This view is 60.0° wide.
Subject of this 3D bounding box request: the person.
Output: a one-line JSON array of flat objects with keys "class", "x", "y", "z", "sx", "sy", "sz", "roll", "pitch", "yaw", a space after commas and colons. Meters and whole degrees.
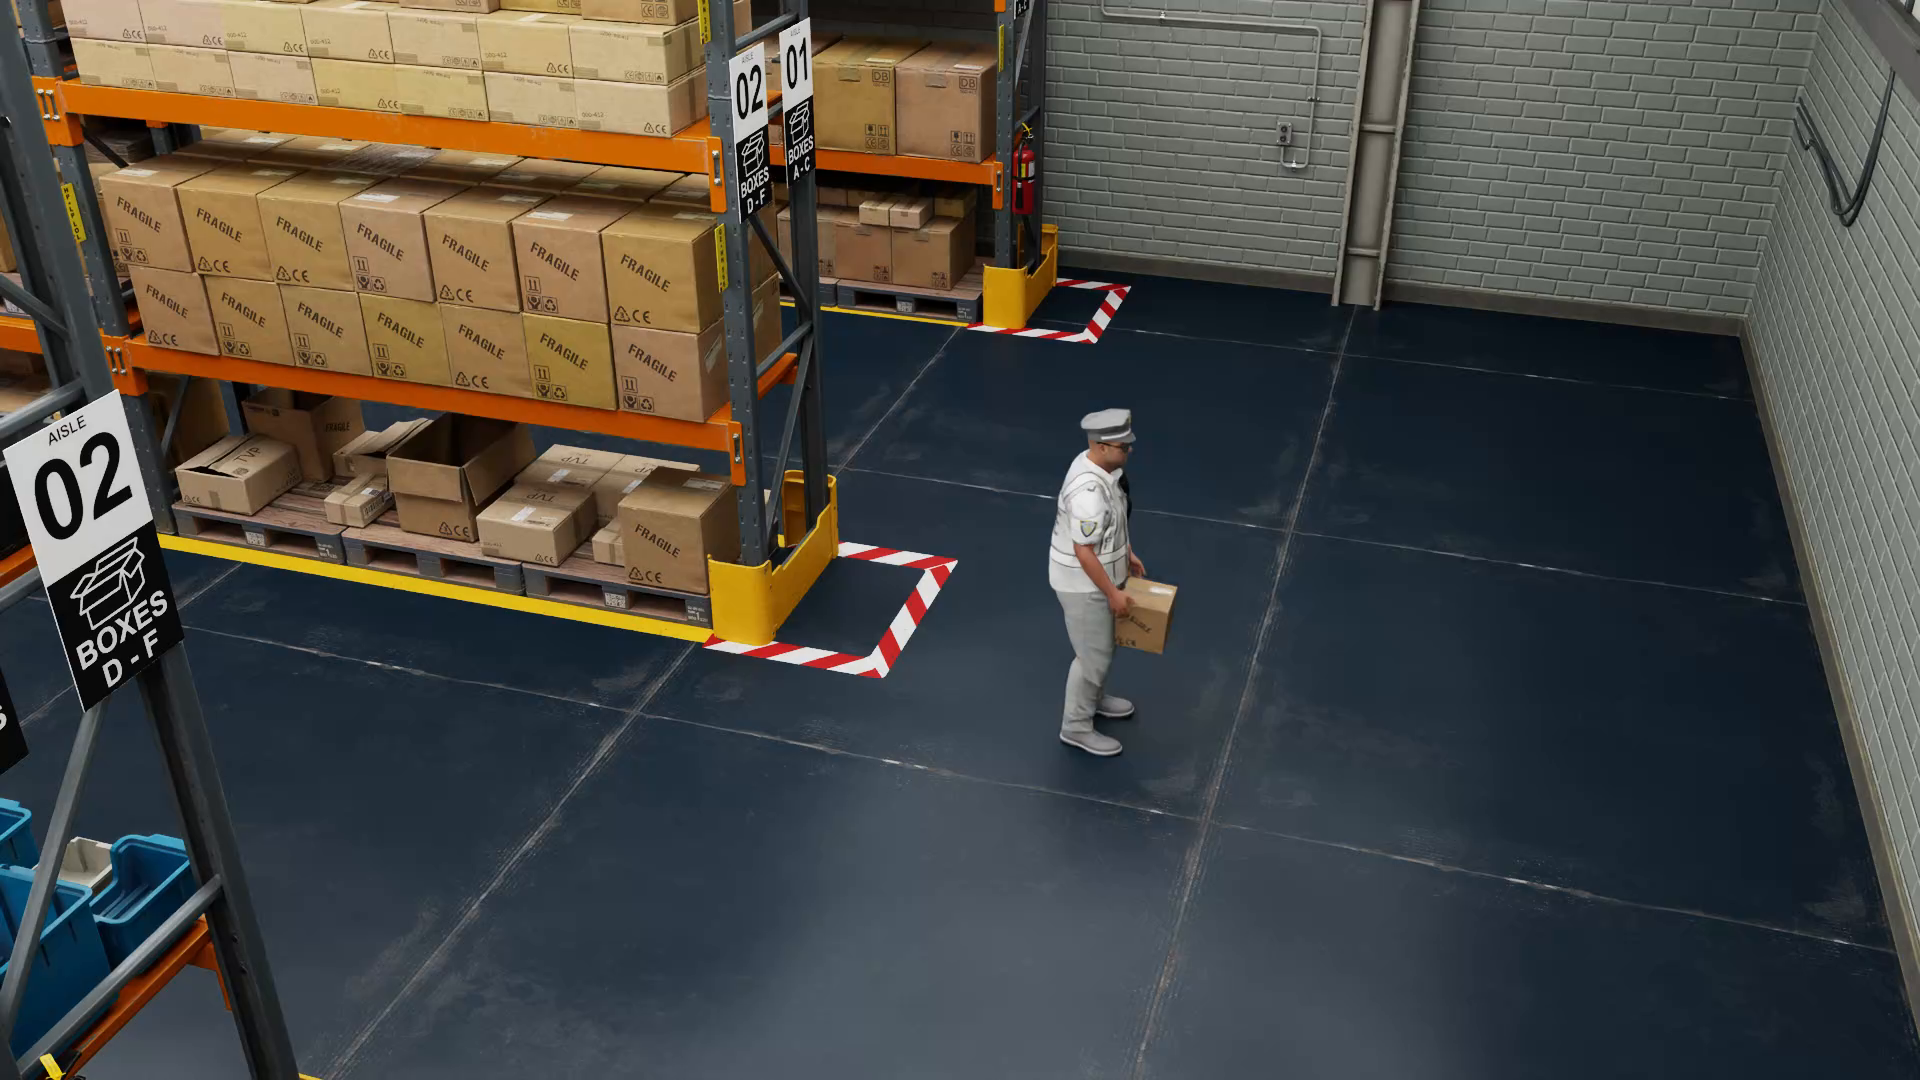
[{"class": "person", "x": 0.670, "y": 0.177, "z": 8.167, "sx": 0.444, "sy": 1.763, "sz": 0.547, "roll": 8, "pitch": 30, "yaw": 14}]
